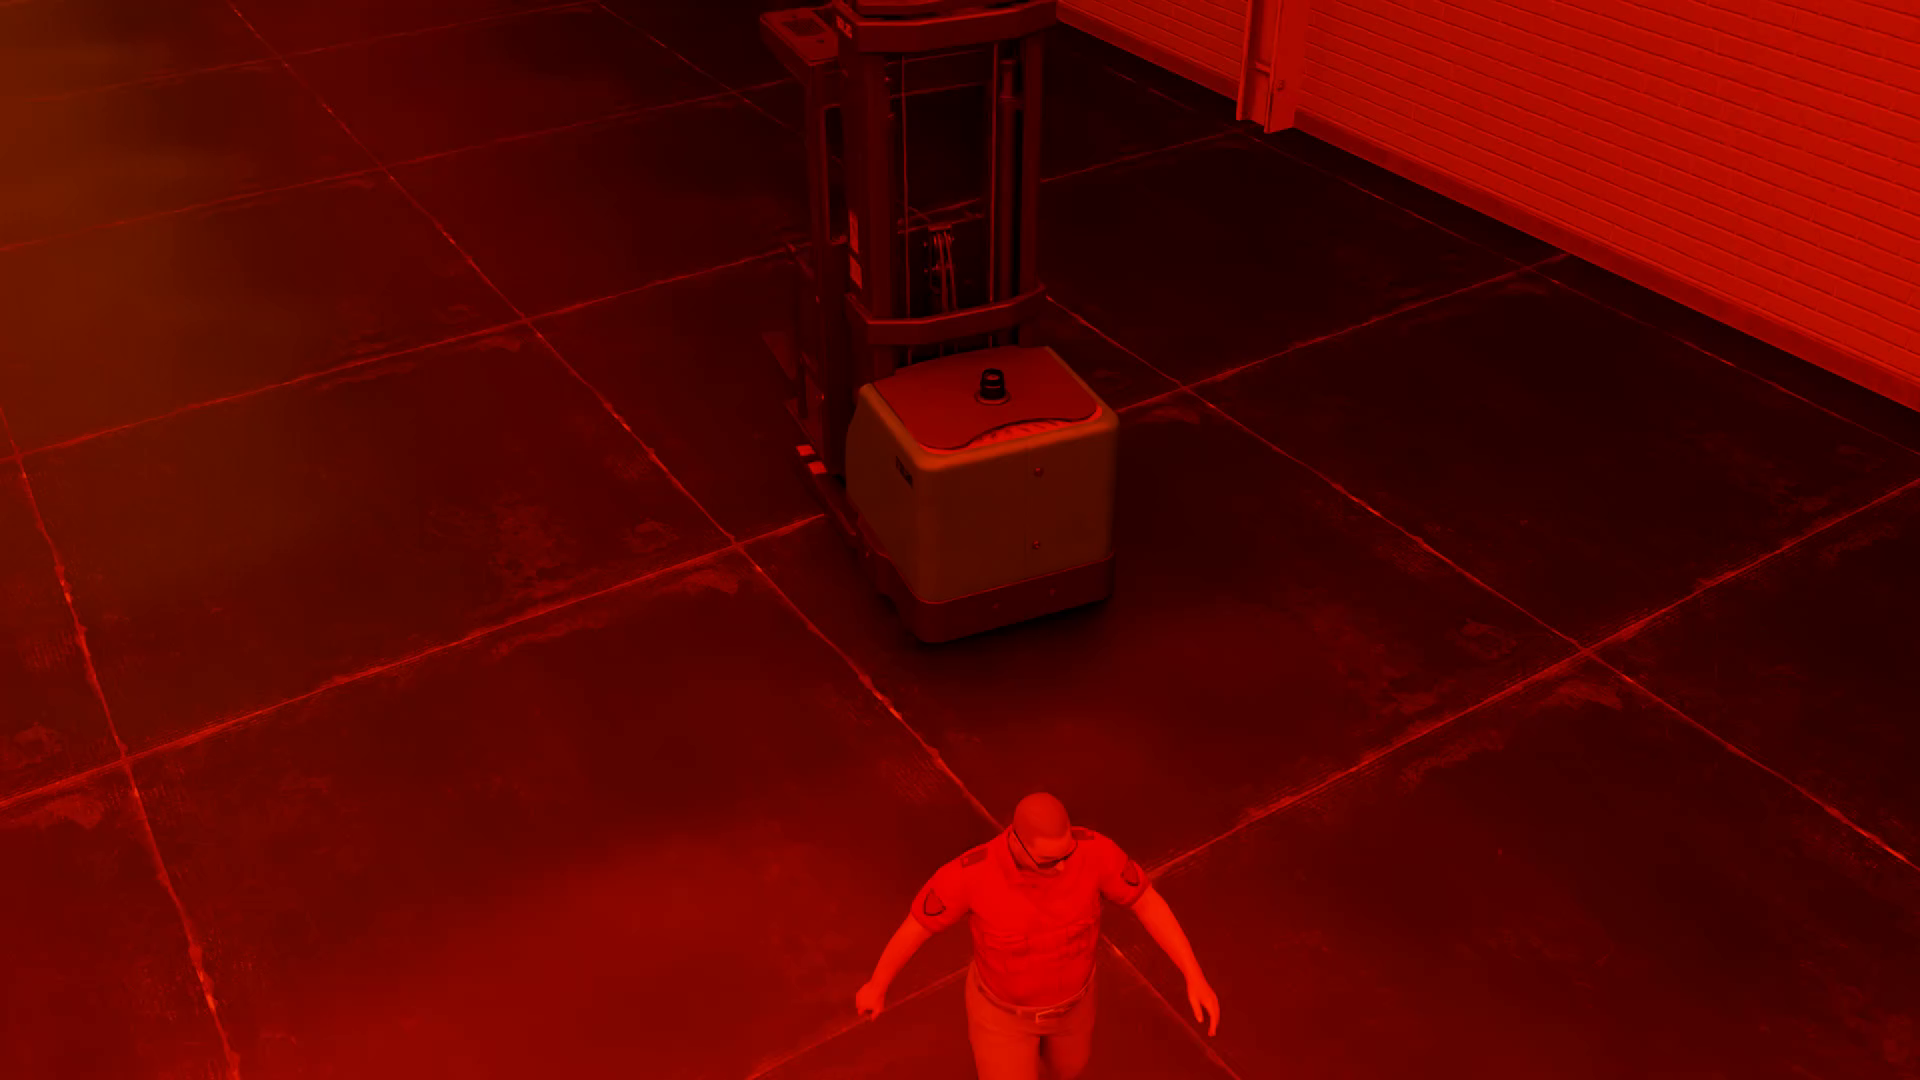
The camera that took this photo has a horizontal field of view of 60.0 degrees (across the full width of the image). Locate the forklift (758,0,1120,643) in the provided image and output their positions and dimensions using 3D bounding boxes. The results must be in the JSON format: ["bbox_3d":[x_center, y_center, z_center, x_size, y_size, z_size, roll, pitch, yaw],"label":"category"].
[{"bbox_3d":[-0.294,-1.549,8.353,1.130,2.935,3.031,-14,37,-19],"label":"forklift"}]

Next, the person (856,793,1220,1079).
[{"bbox_3d":[0.208,1.469,5.147,0.981,1.709,0.760,-10,36,-14],"label":"person"}]
